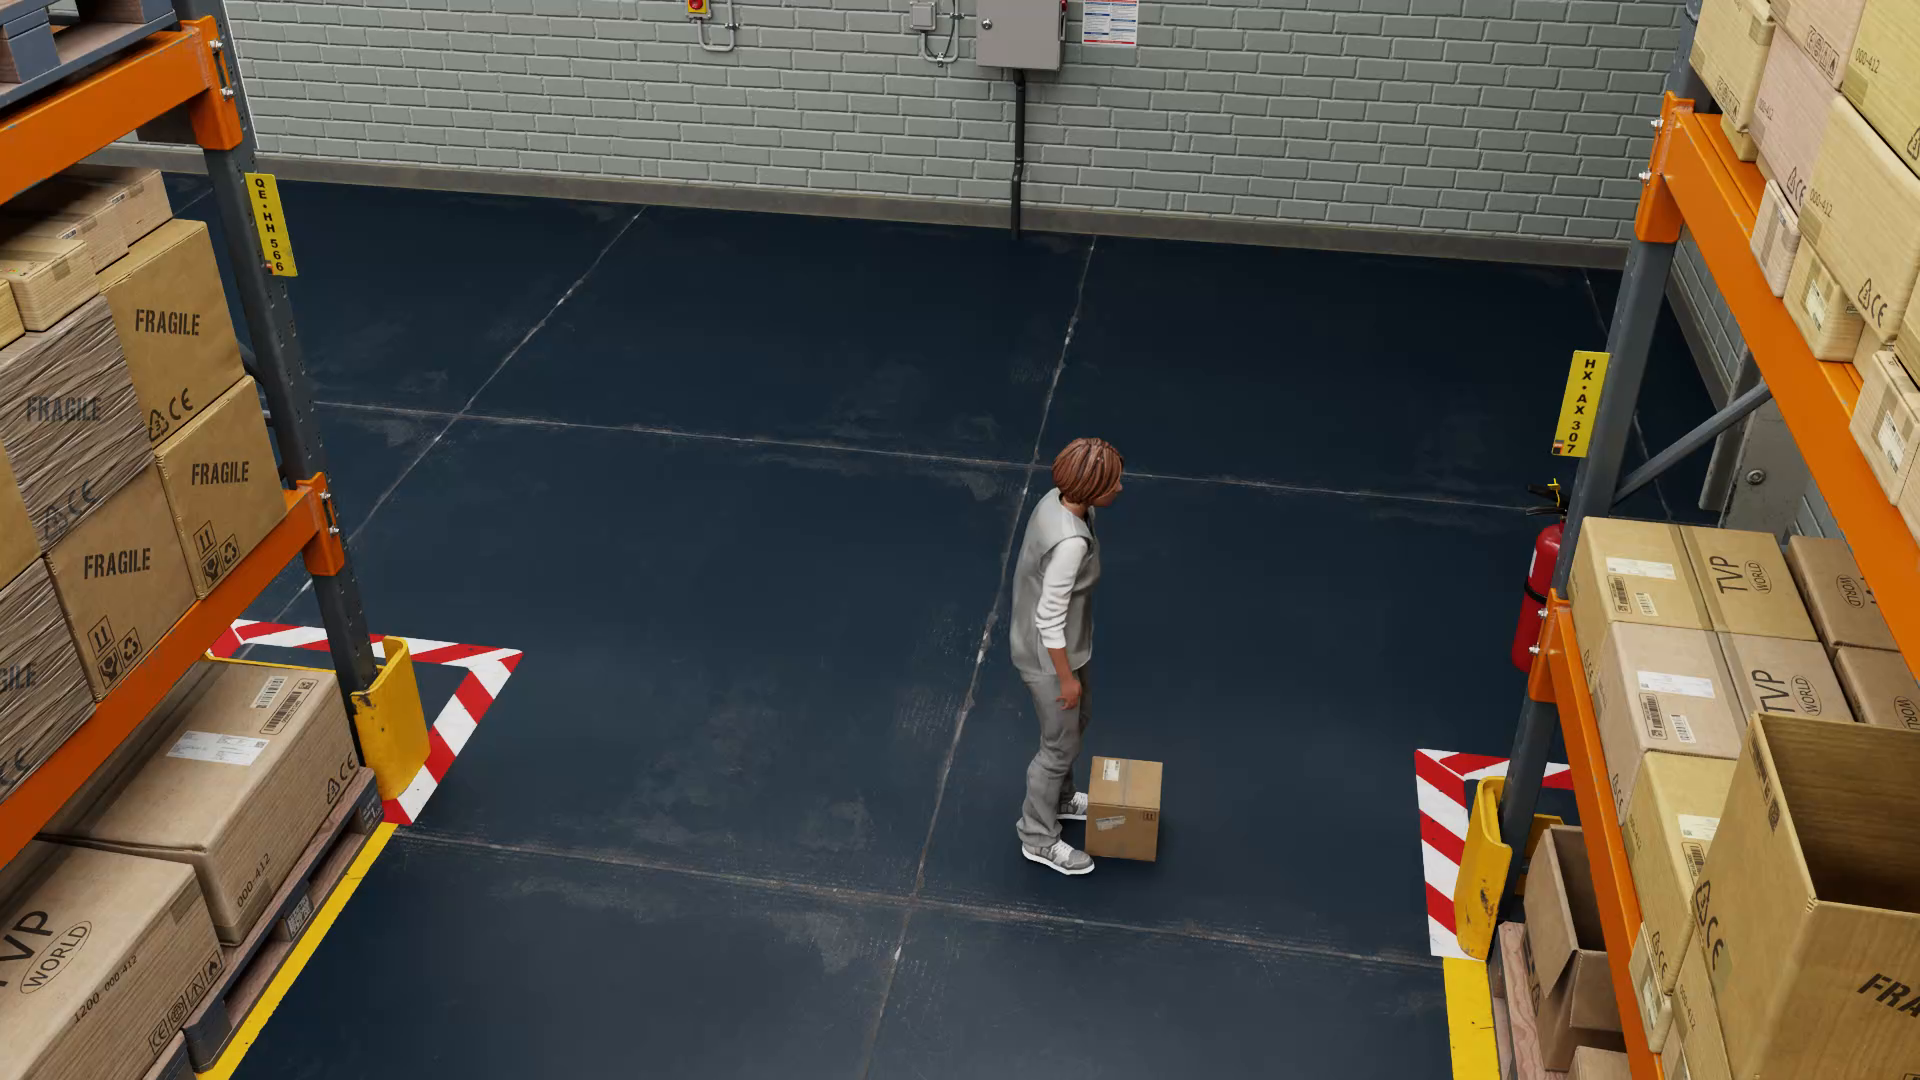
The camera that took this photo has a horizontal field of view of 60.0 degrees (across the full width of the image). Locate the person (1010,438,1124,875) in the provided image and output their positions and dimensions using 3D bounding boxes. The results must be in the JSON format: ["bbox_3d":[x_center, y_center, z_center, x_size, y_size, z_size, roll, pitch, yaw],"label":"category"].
[{"bbox_3d":[0.354,0.371,5.573,0.374,1.593,0.485,3,33,5],"label":"person"}]
